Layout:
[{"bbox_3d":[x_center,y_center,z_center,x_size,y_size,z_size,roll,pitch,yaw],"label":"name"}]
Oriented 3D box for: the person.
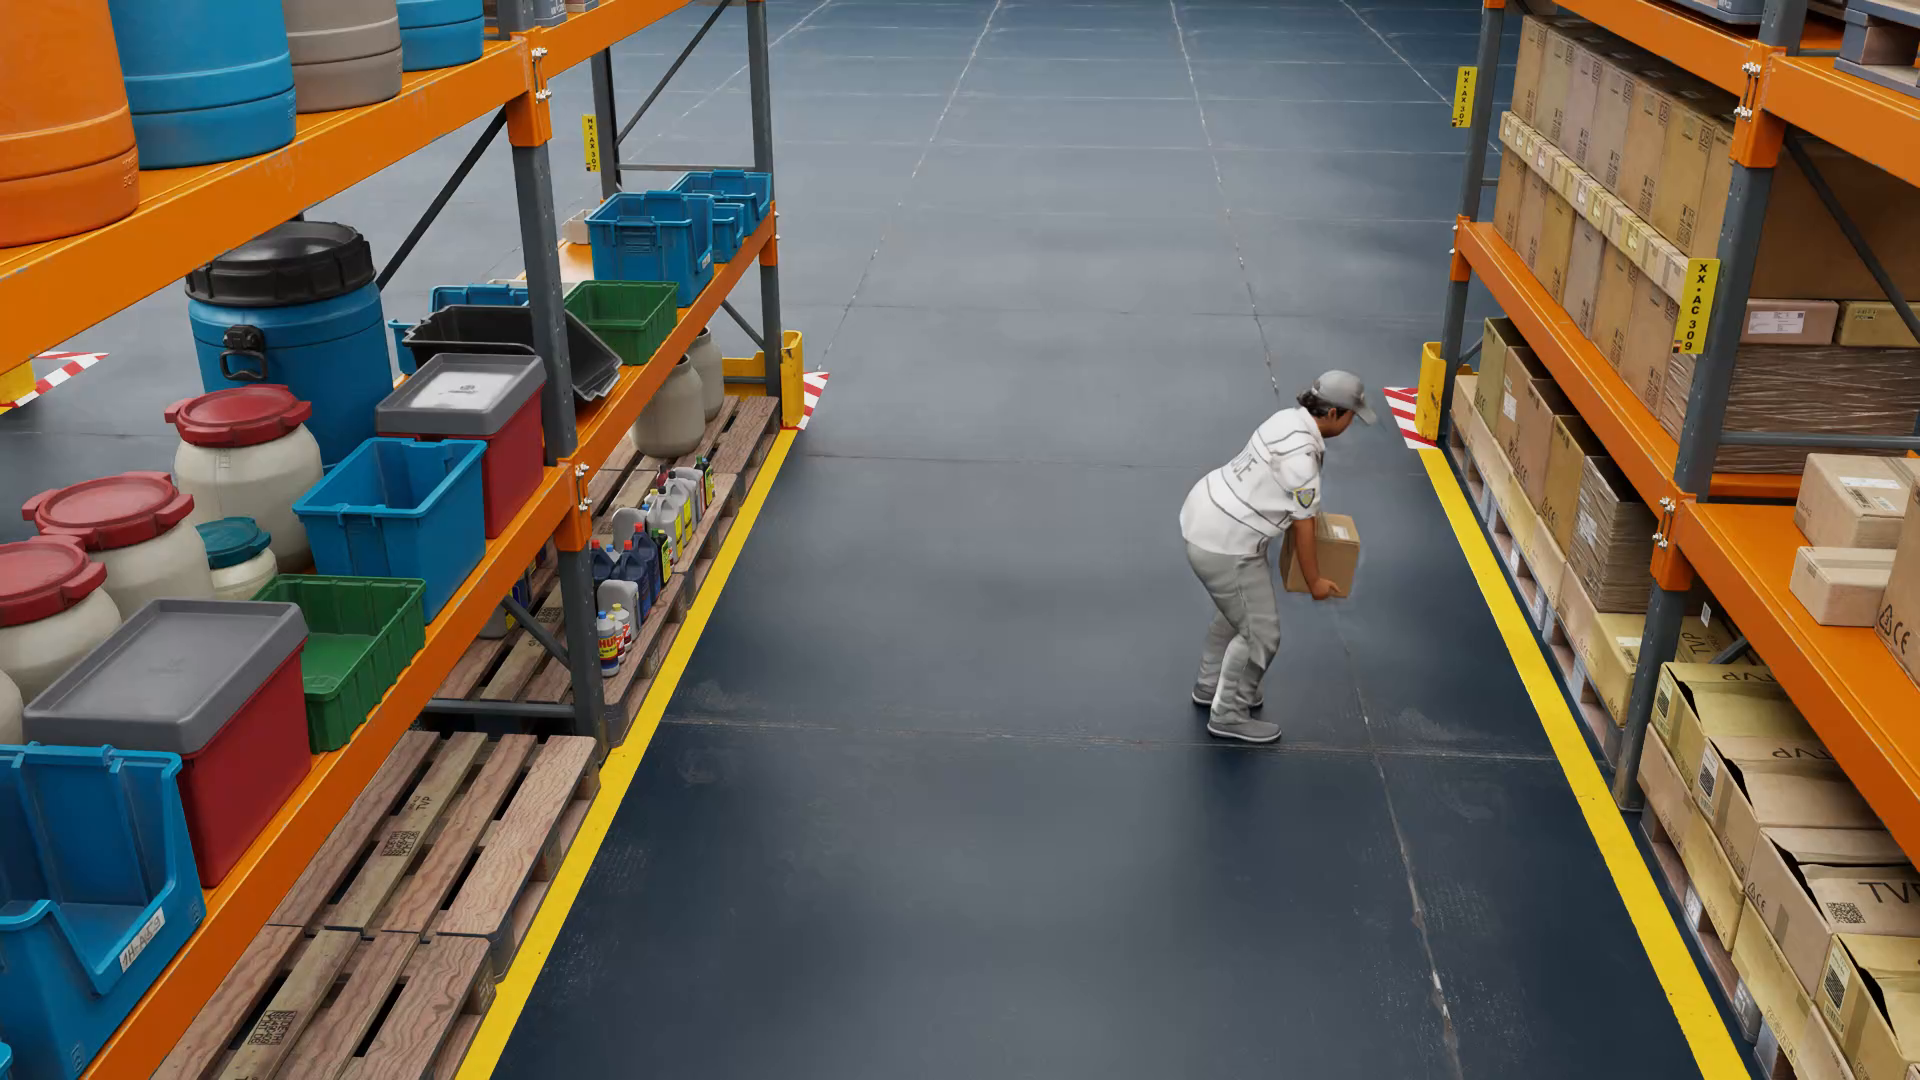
[{"bbox_3d":[1.278,0.059,6.640,0.653,1.536,0.439,1,25,3],"label":"person"}]
